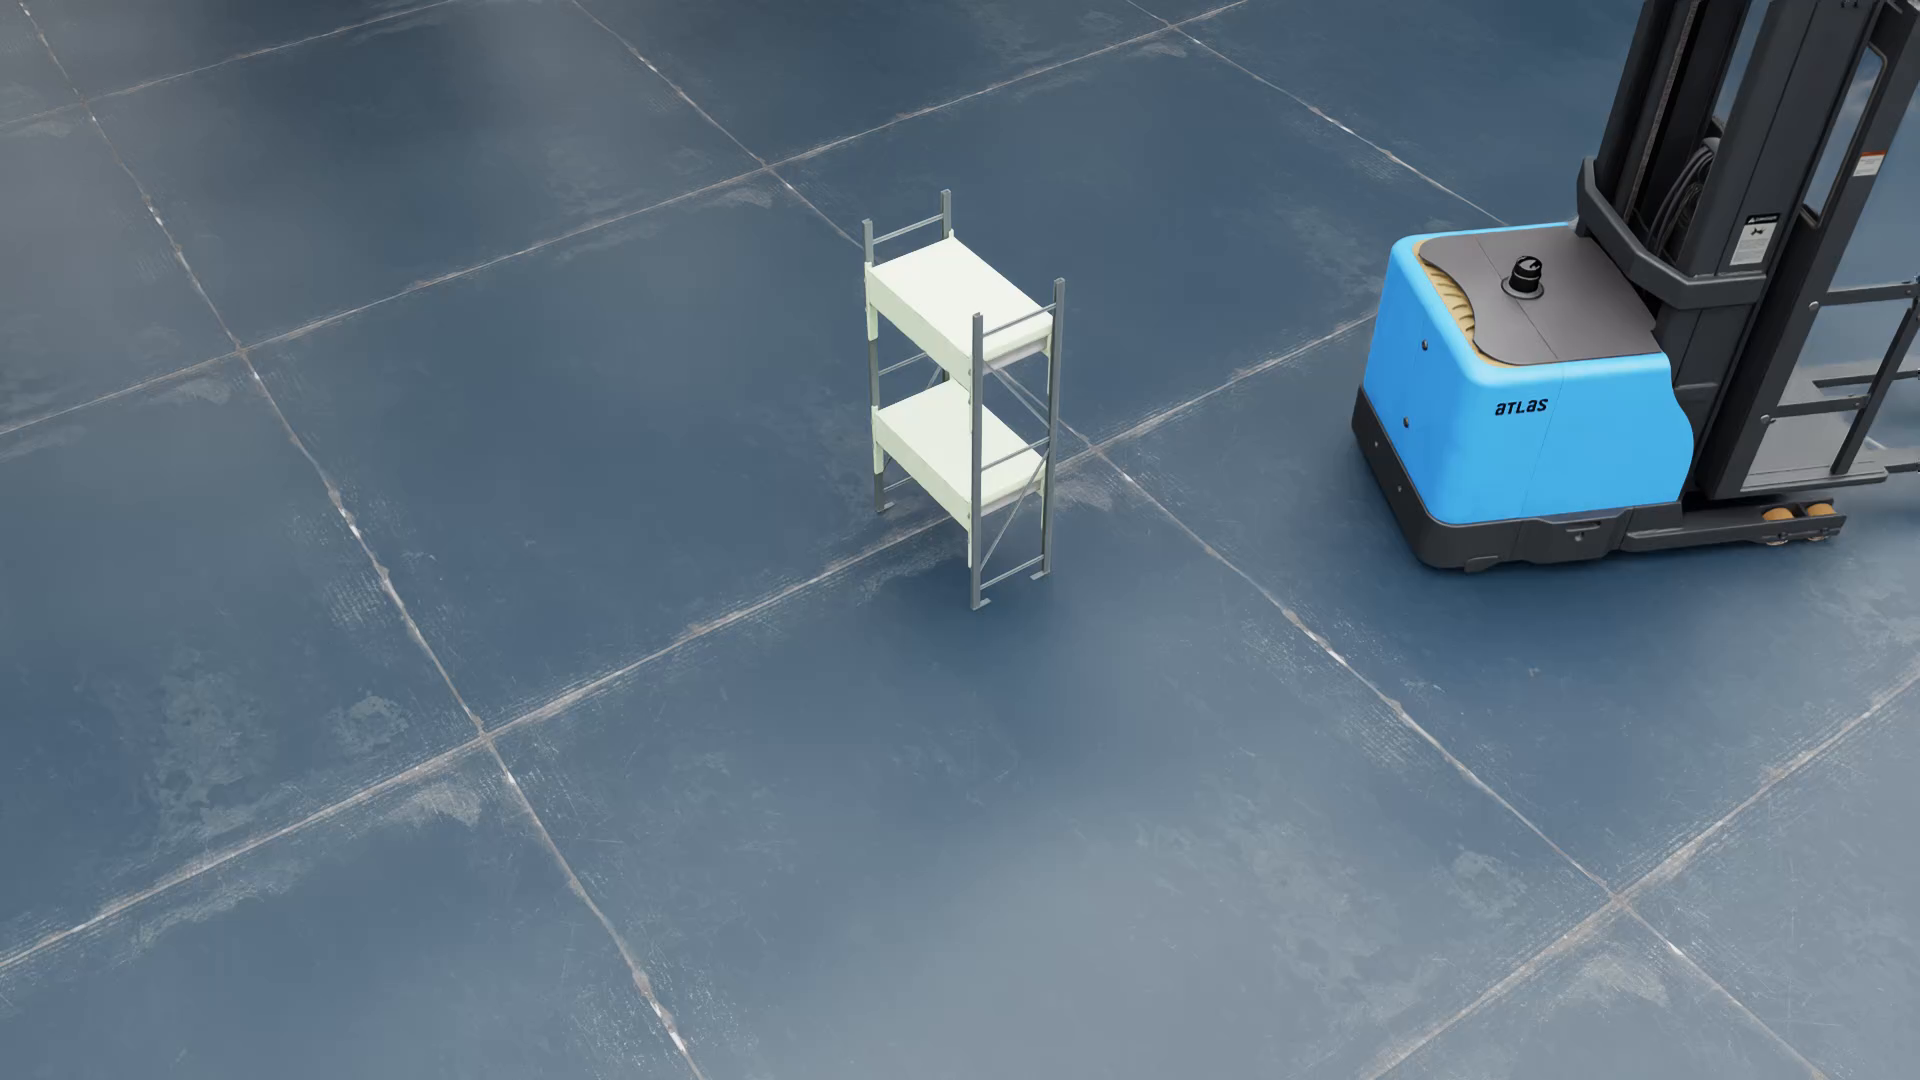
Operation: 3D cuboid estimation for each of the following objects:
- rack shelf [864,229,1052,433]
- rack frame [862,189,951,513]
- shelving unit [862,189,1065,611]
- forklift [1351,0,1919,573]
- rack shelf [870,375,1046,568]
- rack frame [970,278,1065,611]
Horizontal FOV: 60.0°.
[{"bbox_3d":[0.004,-0.821,6.450,0.431,0.370,0.720,-26,49,-24],"label":"rack shelf"},{"bbox_3d":[-0.206,-0.746,6.936,0.400,1.500,0.023,-26,49,-24],"label":"rack frame"},{"bbox_3d":[0.004,-0.539,6.719,0.431,1.500,0.755,-26,49,-24],"label":"shelving unit"},{"bbox_3d":[3.371,-1.394,6.578,3.031,2.935,1.130,-6,44,-6],"label":"forklift"},{"bbox_3d":[0.004,-0.303,6.944,0.431,0.370,0.720,-26,49,-24],"label":"rack shelf"},{"bbox_3d":[0.213,-0.331,6.502,0.400,1.500,0.023,-26,49,-24],"label":"rack frame"}]
